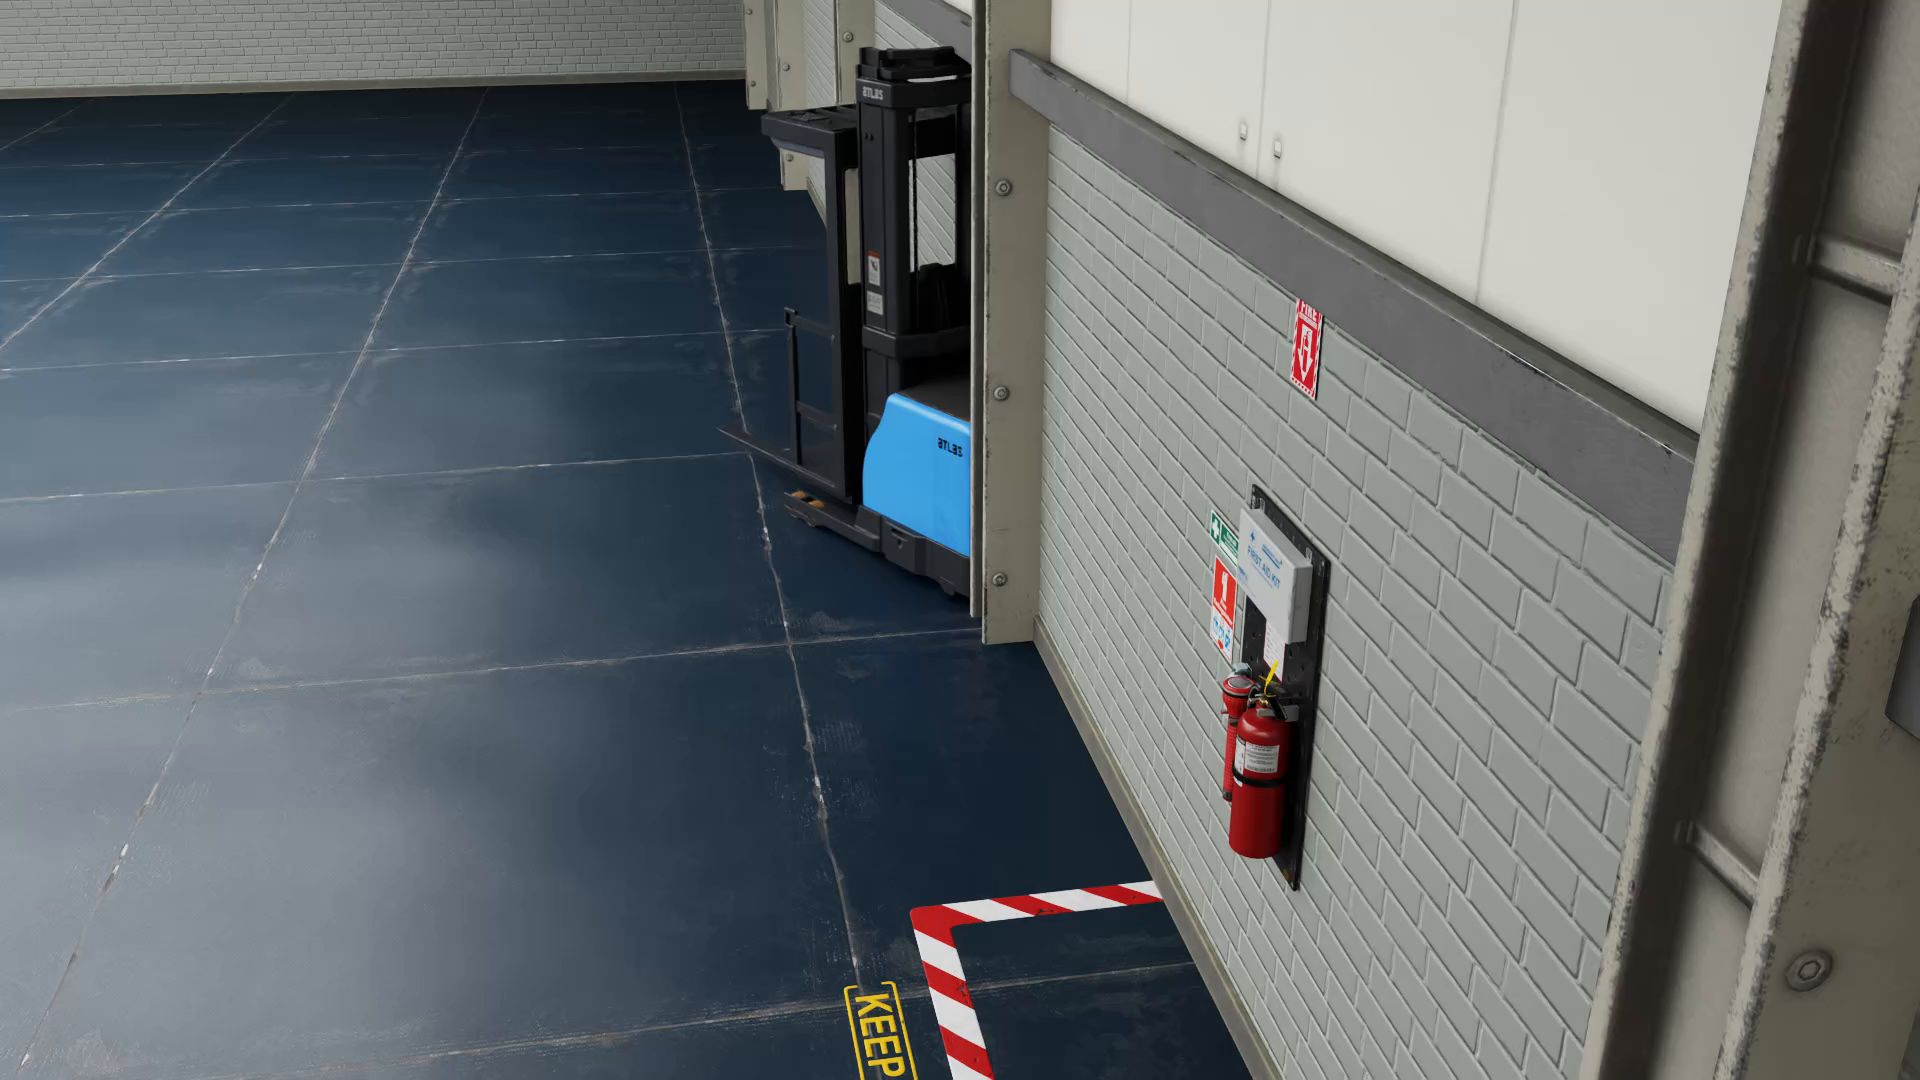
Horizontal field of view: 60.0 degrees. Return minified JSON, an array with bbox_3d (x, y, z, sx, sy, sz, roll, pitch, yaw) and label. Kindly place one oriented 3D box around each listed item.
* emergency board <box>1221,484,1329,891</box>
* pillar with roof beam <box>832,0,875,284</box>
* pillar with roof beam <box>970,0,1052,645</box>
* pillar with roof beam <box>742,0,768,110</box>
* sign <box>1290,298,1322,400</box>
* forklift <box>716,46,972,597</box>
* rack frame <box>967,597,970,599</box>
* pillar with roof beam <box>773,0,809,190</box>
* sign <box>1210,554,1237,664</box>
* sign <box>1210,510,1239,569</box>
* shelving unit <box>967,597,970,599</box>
[{"bbox_3d":[0.935,0.485,5.391,0.194,1.169,0.643,-4,24,-10],"label":"emergency board"},{"bbox_3d":[-5.096,-5.690,12.036,9.100,9.000,0.400,-4,24,-10],"label":"pillar with roof beam"},{"bbox_3d":[-3.986,-3.330,6.632,9.100,9.000,0.400,-4,24,-10],"label":"pillar with roof beam"},{"bbox_3d":[-7.315,-10.411,22.843,9.100,9.000,0.400,-4,24,-10],"label":"pillar with roof beam"},{"bbox_3d":[1.031,-0.588,4.951,0.001,0.298,0.199,-4,24,-10],"label":"sign"},{"bbox_3d":[-0.470,-1.536,10.105,1.130,2.935,3.031,-18,29,-35],"label":"forklift"},{"bbox_3d":[0.189,-0.211,9.279,0.240,1.200,0.006,-1,24,-11],"label":"rack frame"},{"bbox_3d":[-6.205,-8.051,17.440,9.100,9.000,0.400,-4,24,-10],"label":"pillar with roof beam"},{"bbox_3d":[0.934,0.244,5.899,0.001,0.329,0.234,-4,24,-10],"label":"sign"},{"bbox_3d":[0.926,0.003,5.788,0.001,0.109,0.331,-4,24,-10],"label":"sign"},{"bbox_3d":[0.206,-0.175,9.196,0.258,1.200,0.189,-1,24,-11],"label":"shelving unit"}]
